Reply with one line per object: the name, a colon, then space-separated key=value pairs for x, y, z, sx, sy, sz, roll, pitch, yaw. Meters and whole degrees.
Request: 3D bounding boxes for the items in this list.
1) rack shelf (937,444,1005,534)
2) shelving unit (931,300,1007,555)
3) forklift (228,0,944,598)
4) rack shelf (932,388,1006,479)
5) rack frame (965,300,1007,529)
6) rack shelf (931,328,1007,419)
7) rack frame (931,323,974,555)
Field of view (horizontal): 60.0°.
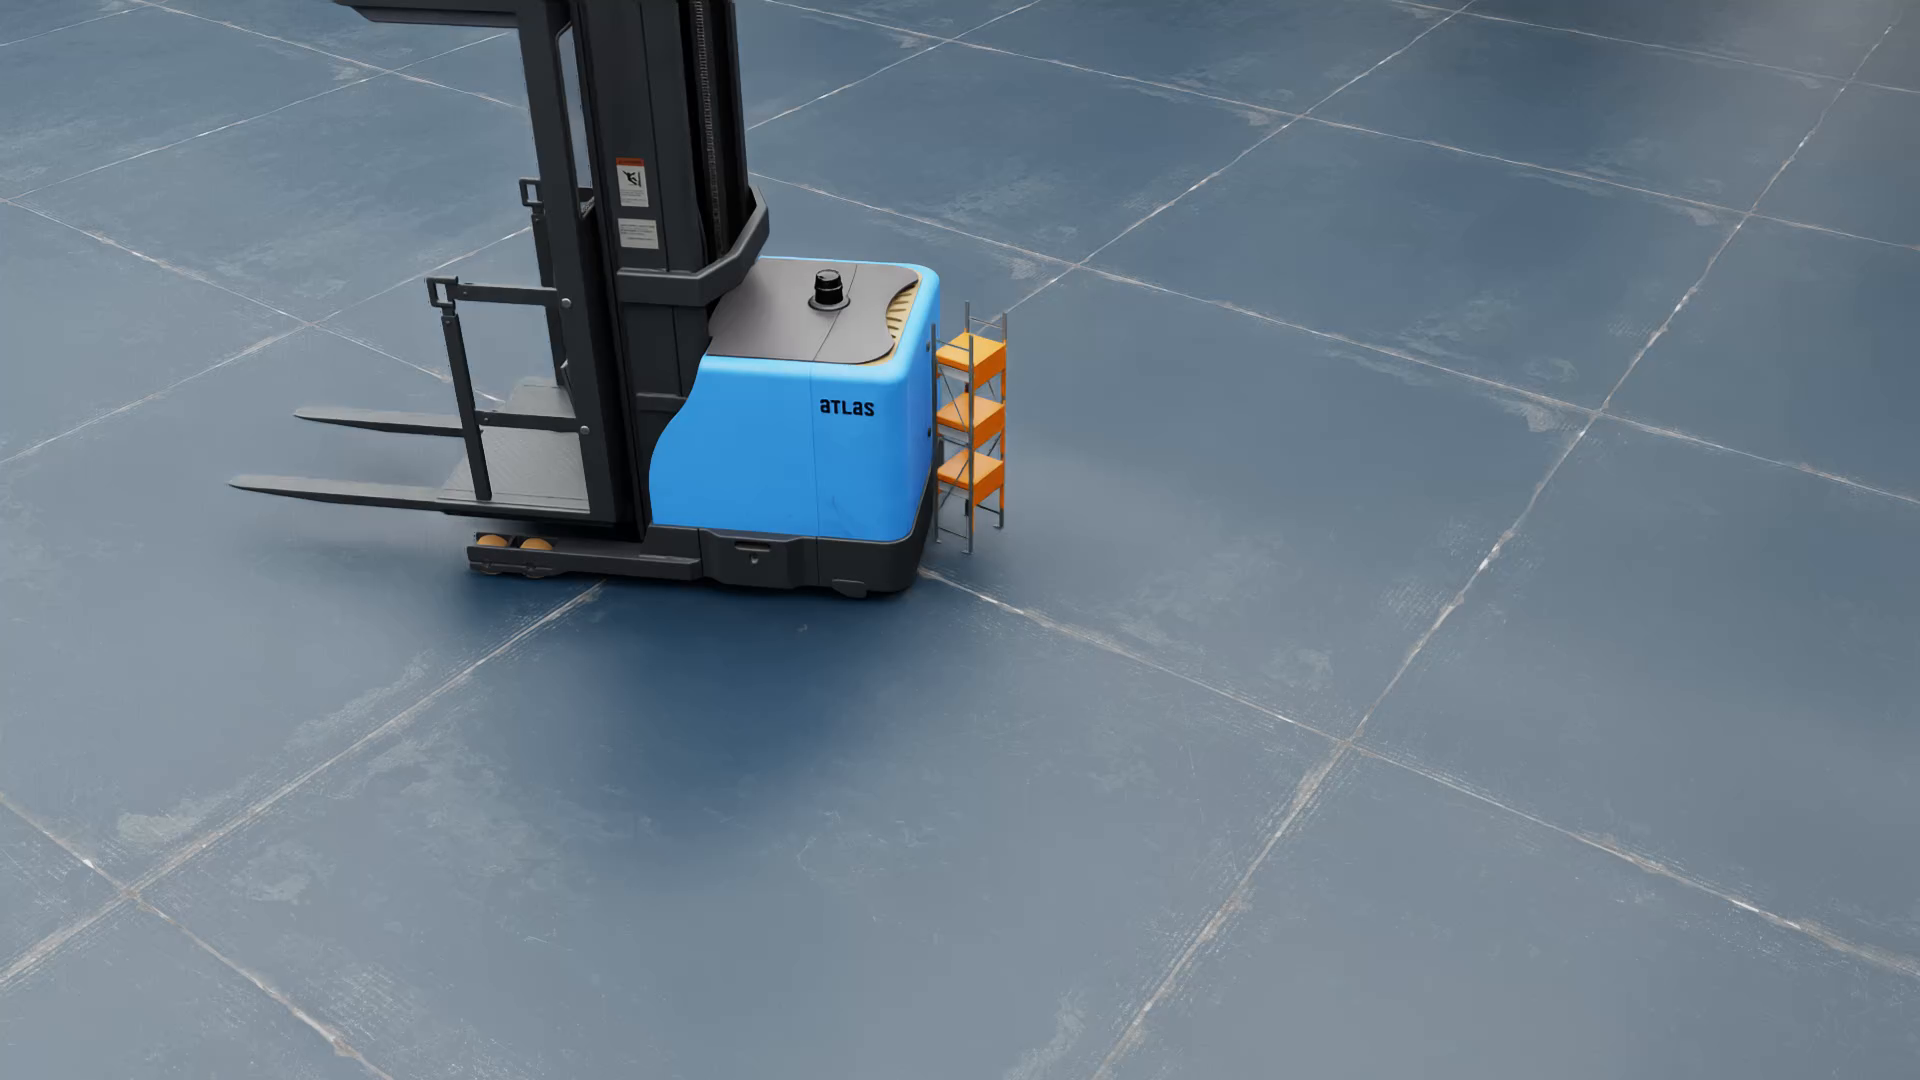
rack shelf: x=0.039 y=-0.221 z=7.154 sx=0.215 sy=0.259 sz=0.240 roll=21 pitch=39 yaw=28
shelving unit: x=0.038 y=-0.460 z=6.992 sx=0.215 sy=1.050 sz=0.252 roll=21 pitch=39 yaw=28
forklift: x=-1.632 y=-1.341 z=6.616 sx=3.031 sy=2.935 sz=1.130 roll=4 pitch=34 yaw=7
rack shelf: x=0.038 y=-0.451 z=6.998 sx=0.215 sy=0.259 sz=0.240 roll=21 pitch=39 yaw=28
rack frame: x=0.107 y=-0.517 z=7.076 sx=0.200 sy=1.050 sz=0.008 roll=21 pitch=39 yaw=28
rack shelf: x=0.038 y=-0.686 z=6.840 sx=0.215 sy=0.259 sz=0.240 roll=21 pitch=39 yaw=28
rack frame: x=-0.030 y=-0.403 z=6.909 sx=0.200 sy=1.050 sz=0.008 roll=21 pitch=39 yaw=28
